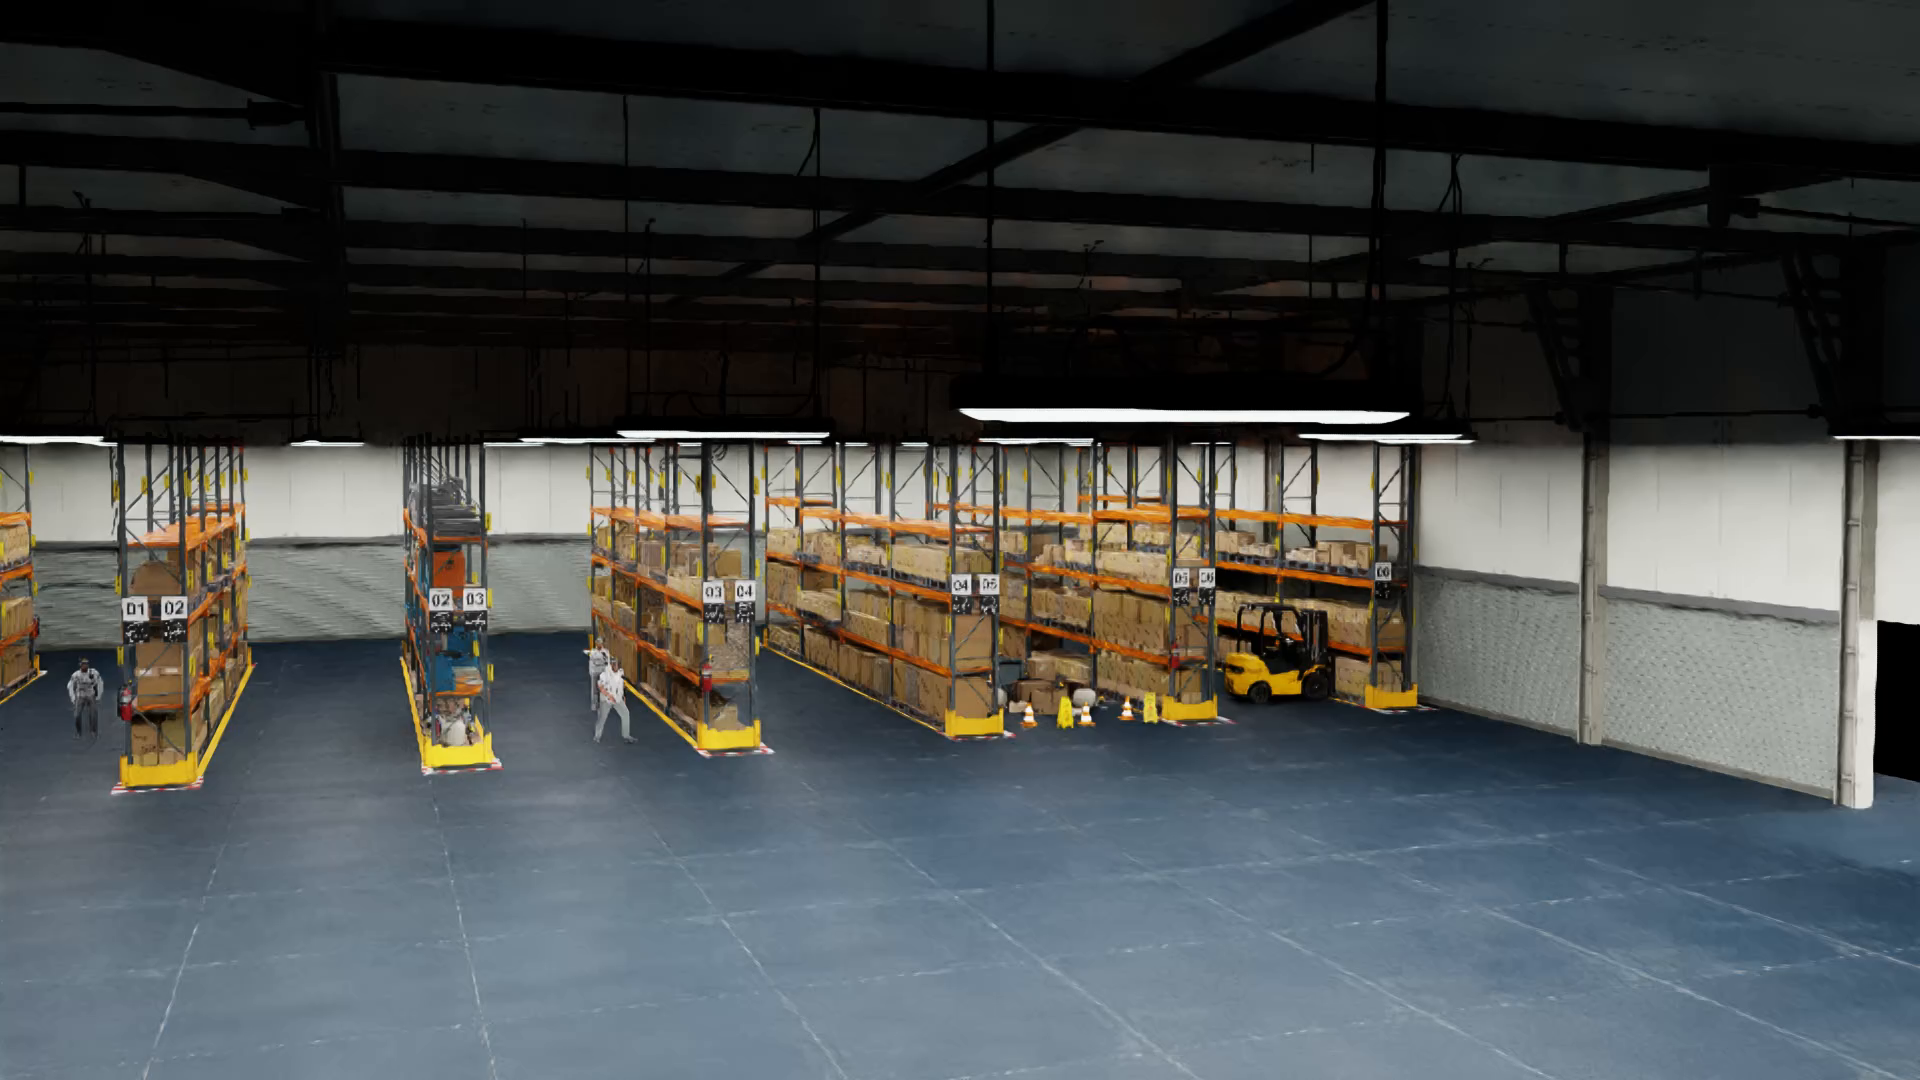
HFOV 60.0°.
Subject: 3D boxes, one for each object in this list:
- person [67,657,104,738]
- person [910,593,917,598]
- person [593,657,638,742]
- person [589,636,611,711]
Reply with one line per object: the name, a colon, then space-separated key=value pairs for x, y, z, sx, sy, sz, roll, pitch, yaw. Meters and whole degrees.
person: x=-17.231 y=3.099 z=32.779 sx=0.639 sy=1.628 sz=0.506 roll=-1 pitch=3 yaw=-22
person: x=-1.307 y=2.299 z=46.438 sx=0.540 sy=1.668 sz=0.545 roll=0 pitch=3 yaw=-2
person: x=-6.738 y=3.078 z=32.278 sx=0.701 sy=1.693 sz=0.857 roll=-2 pitch=4 yaw=-36
person: x=-7.850 y=2.882 z=36.285 sx=0.481 sy=1.621 sz=0.989 roll=-1 pitch=3 yaw=-11
